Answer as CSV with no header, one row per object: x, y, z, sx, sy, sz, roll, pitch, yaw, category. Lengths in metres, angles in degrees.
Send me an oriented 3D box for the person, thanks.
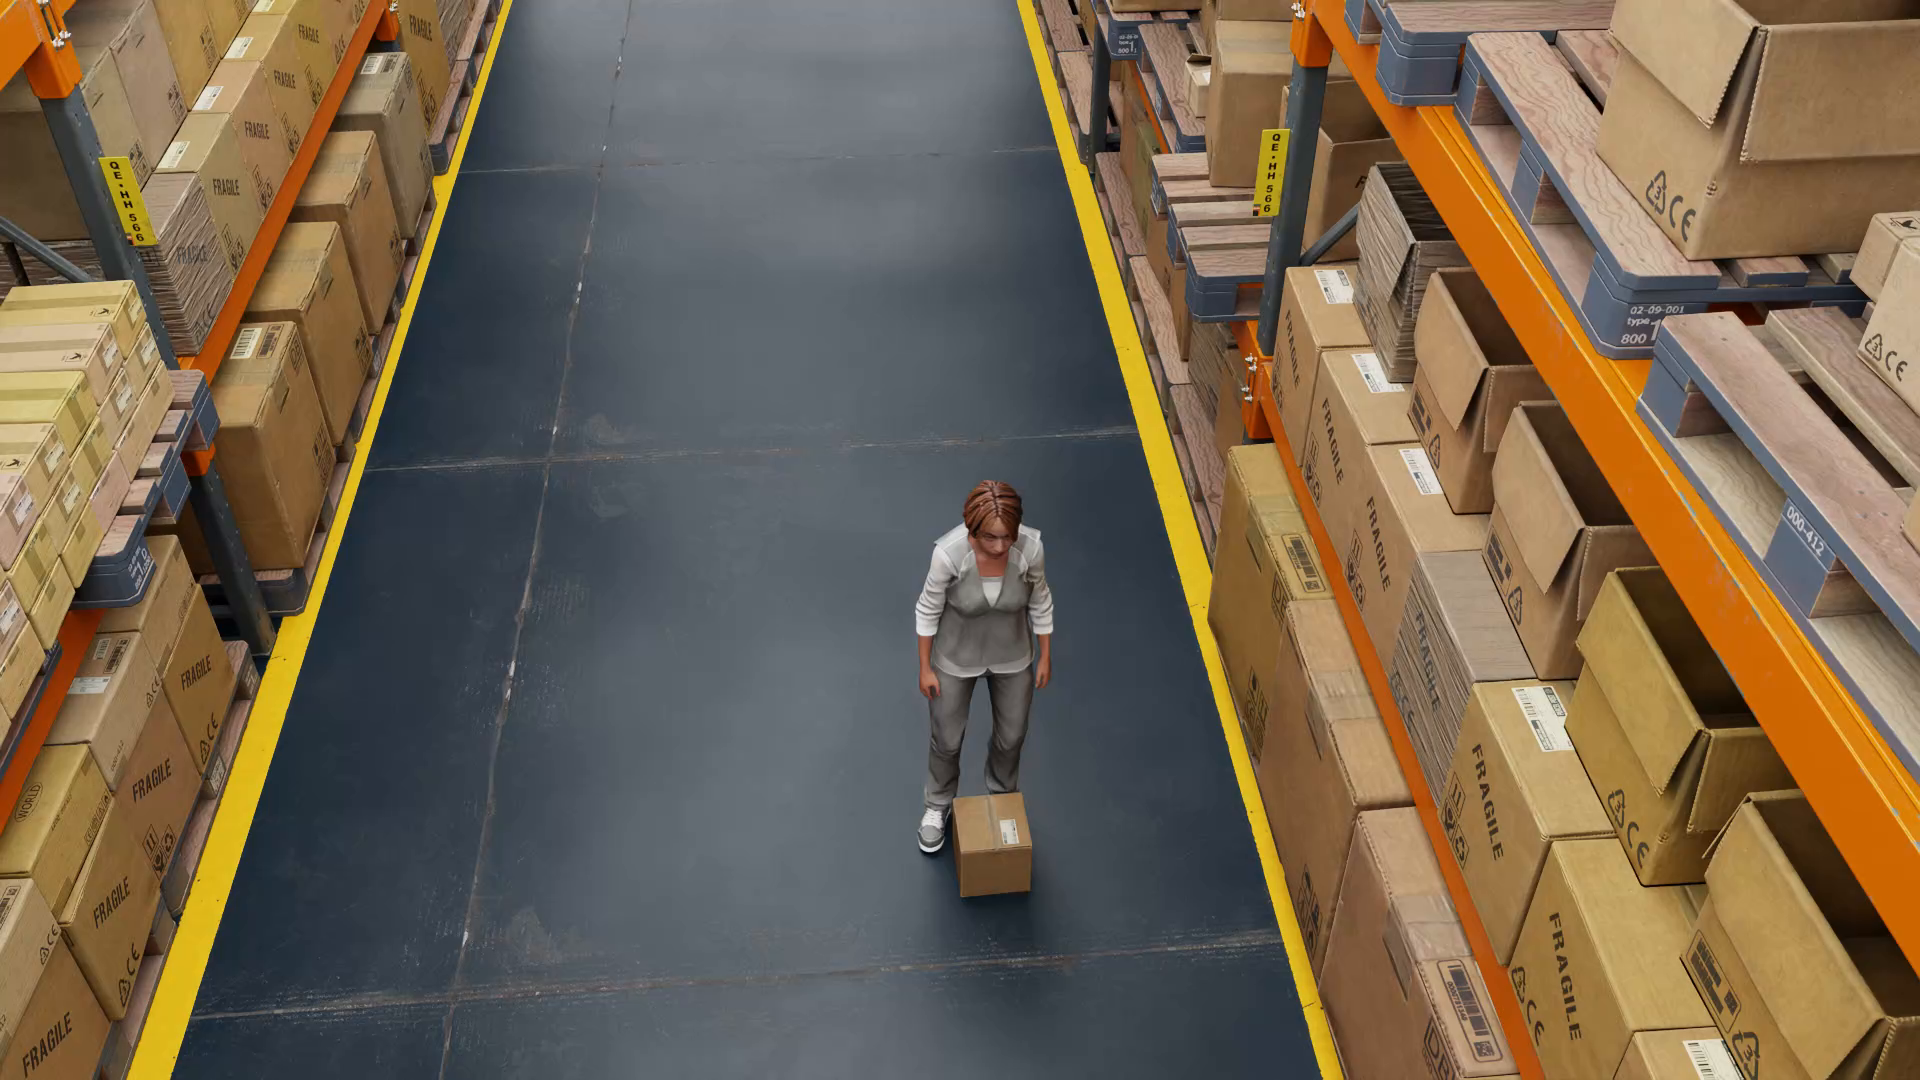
0.076,0.416,5.661,0.486,1.594,0.340,-5,40,-6,person
